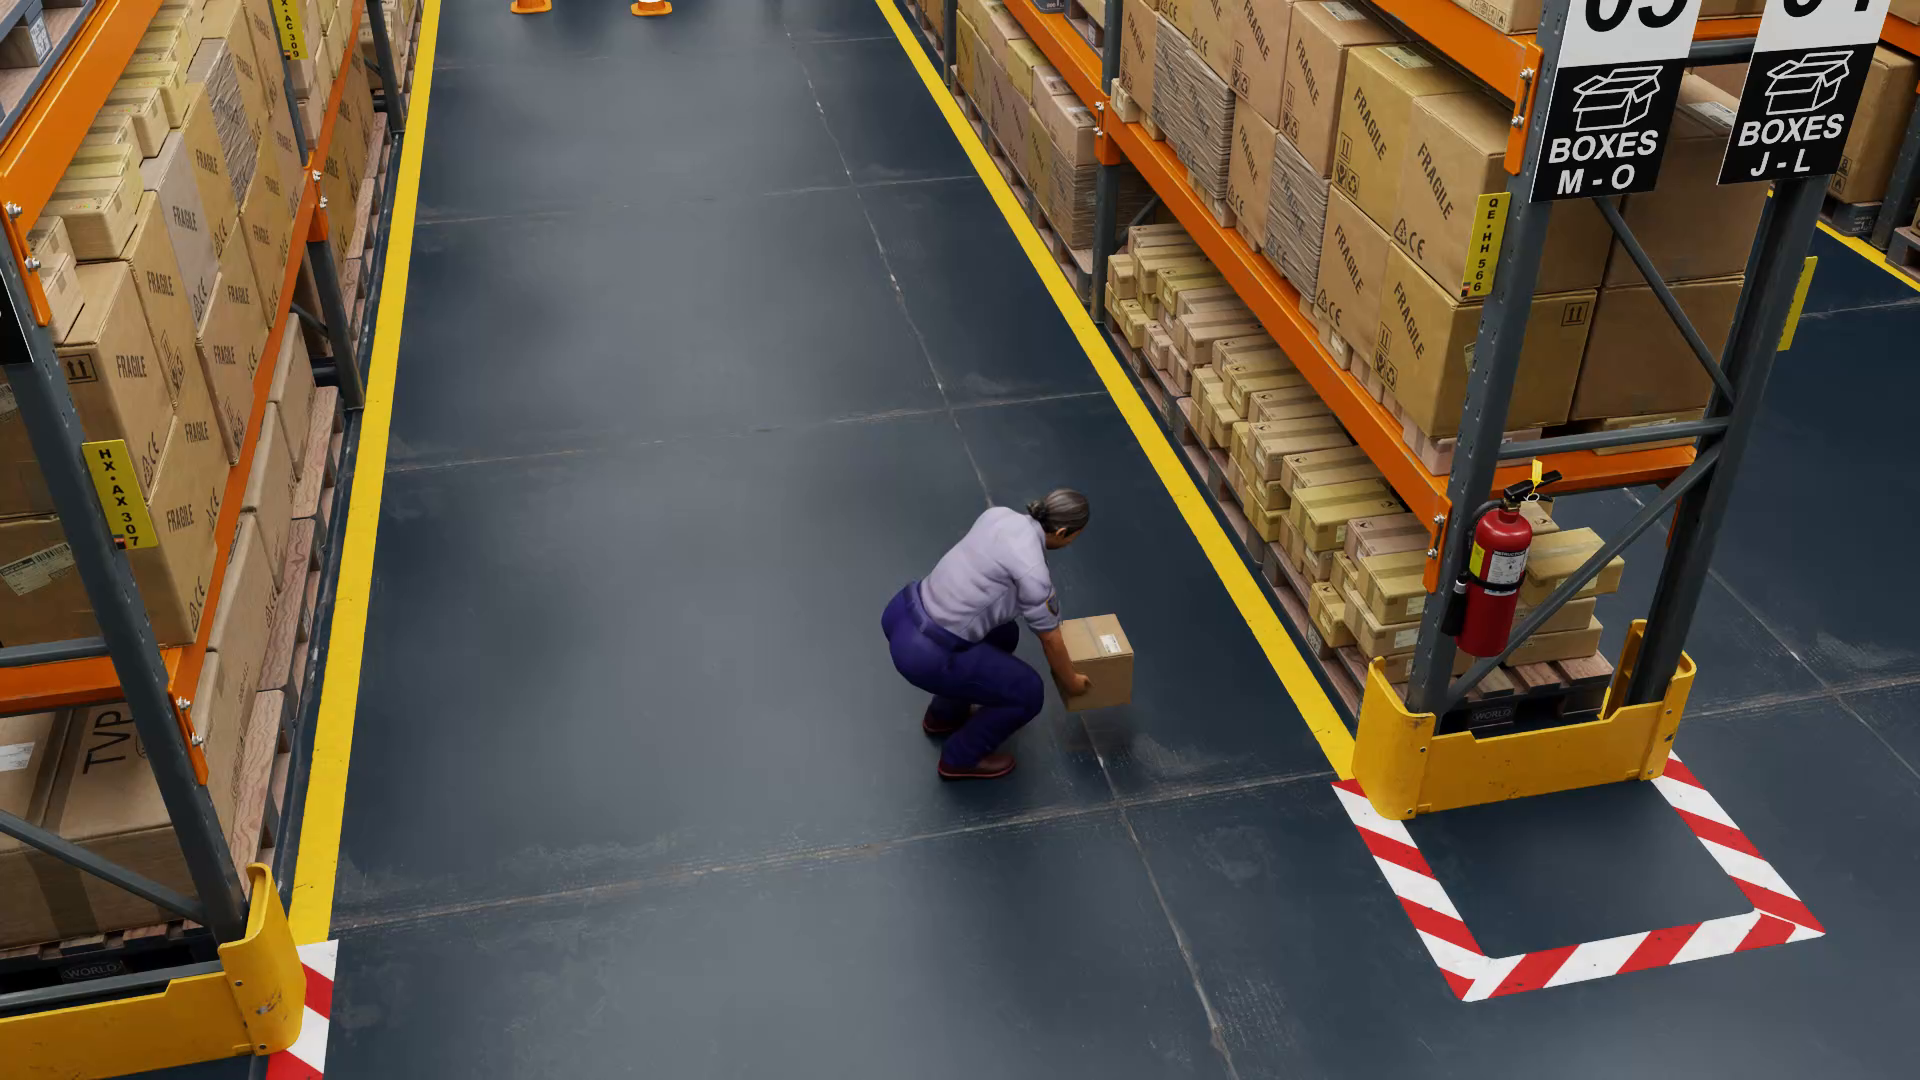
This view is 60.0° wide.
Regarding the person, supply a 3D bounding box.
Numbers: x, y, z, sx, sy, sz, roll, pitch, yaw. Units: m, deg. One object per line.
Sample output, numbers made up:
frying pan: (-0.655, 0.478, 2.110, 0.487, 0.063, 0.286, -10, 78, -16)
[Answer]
person: (0.096, 0.327, 6.172, 0.769, 1.099, 0.537, -7, 35, -10)
